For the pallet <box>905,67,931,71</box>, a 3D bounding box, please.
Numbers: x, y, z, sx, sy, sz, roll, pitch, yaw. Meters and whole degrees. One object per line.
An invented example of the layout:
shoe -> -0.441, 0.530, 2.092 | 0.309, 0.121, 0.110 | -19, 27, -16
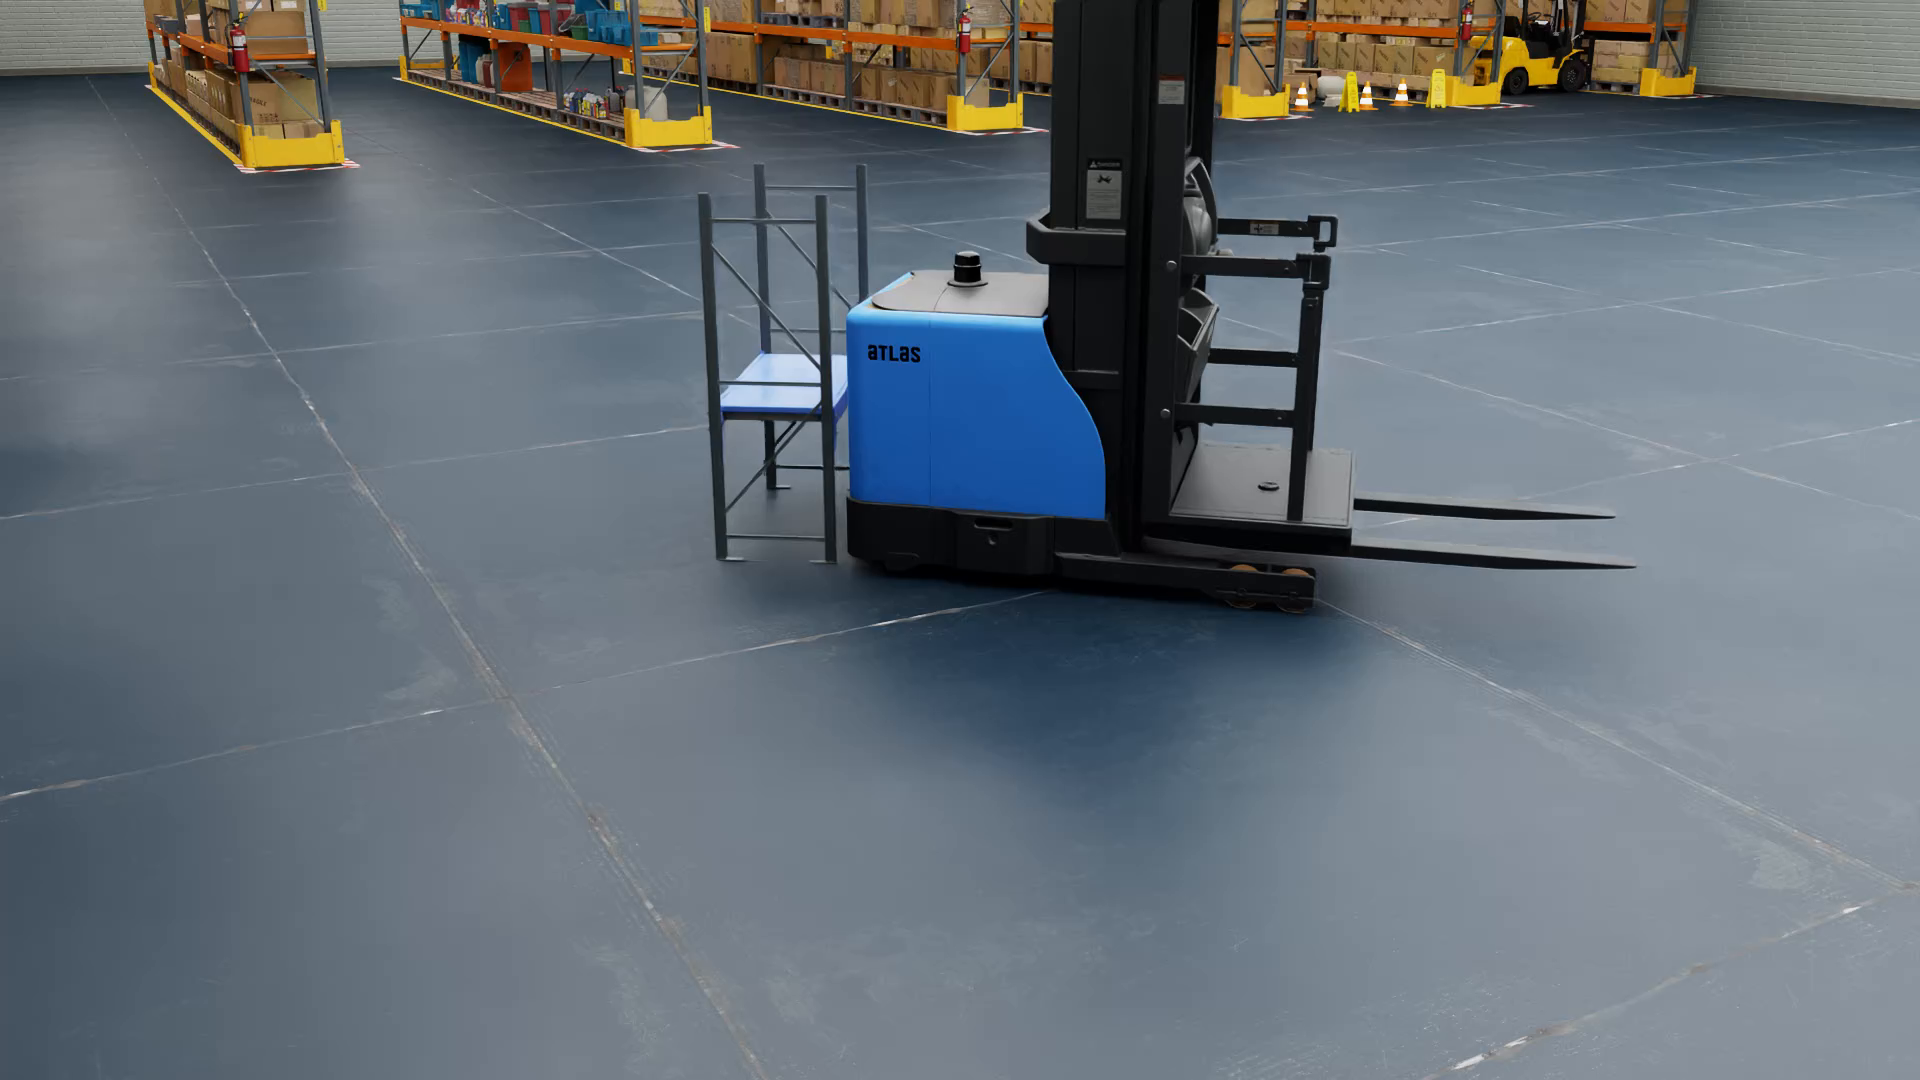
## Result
pallet -> -0.496, -10.285, 36.615 | 1.003, 0.211, 1.213 | -10, 21, -27

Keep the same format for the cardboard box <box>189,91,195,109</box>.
cardboard box -> -11.871, -6.965, 26.288 | 0.500, 0.250, 0.500 | -11, 22, -28

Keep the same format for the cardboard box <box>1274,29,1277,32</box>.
cardboard box -> 7.944, -12.504, 40.964 | 0.380, 0.149, 0.250 | -11, 22, -28

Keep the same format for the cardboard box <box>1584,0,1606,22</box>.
cardboard box -> 12.560, -10.393, 32.498 | 0.500, 0.500, 0.500 | -10, 22, -28

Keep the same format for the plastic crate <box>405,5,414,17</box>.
plastic crate -> -11.398, -11.107, 34.886 | 0.416, 0.233, 0.300 | -10, 21, -27

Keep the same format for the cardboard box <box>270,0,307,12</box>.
cardboard box -> -8.298, -6.609, 20.539 | 0.380, 0.149, 0.250 | -10, 21, -27

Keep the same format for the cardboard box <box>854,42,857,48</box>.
cardboard box -> -2.259, -11.612, 38.999 | 0.380, 0.149, 0.250 | -9, 21, -25

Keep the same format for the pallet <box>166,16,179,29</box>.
pallet -> -13.028, -8.873, 28.540 | 1.003, 0.211, 1.213 | -10, 21, -27

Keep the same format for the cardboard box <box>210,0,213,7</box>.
cardboard box -> -10.124, -7.432, 22.924 | 0.380, 0.149, 0.250 | -10, 21, -26

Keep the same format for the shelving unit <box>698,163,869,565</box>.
shelving unit -> -0.710, -0.785, 7.106 | 0.538, 1.500, 1.048 | 2, 19, 5

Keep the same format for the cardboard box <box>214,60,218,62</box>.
cardboard box -> -13.286, -8.340, 29.860 | 0.500, 0.500, 0.500 | -10, 21, -26

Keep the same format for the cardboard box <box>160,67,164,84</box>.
cardboard box -> -14.876, -8.826, 31.558 | 0.500, 0.311, 0.500 | -10, 21, -27

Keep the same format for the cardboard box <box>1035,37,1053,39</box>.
cardboard box -> 2.386, -12.323, 41.528 | 0.875, 0.438, 0.875 | -9, 21, -25

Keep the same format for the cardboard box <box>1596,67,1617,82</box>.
cardboard box -> 12.777, -9.077, 32.408 | 0.500, 0.250, 0.500 | -10, 21, -27

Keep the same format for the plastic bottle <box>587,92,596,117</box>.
plastic bottle -> -5.442, -6.454, 24.623 | 0.144, 0.351, 0.185 | -9, 21, -24

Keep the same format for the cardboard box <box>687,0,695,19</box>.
cardboard box -> -5.281, -10.964, 34.153 | 0.500, 0.500, 0.500 | -10, 21, -26

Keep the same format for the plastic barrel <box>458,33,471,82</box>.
plastic barrel -> -9.395, -9.368, 32.255 | 0.600, 0.901, 0.708 | -10, 21, -27

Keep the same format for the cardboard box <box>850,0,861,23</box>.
cardboard box -> -1.322, -8.840, 27.542 | 0.875, 0.500, 0.500 | -10, 21, -27

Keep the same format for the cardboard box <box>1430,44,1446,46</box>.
cardboard box -> 8.736, -8.861, 30.635 | 0.500, 0.500, 0.500 | -11, 22, -29

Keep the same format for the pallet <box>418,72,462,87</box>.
pallet -> -10.605, -9.558, 34.507 | 1.003, 0.211, 1.213 | -10, 21, -27

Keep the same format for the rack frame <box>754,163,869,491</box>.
rack frame -> -0.661, -0.950, 7.585 | 0.500, 1.500, 0.032 | 2, 19, 5

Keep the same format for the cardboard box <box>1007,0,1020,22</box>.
cardboard box -> 1.252, -10.410, 32.547 | 0.500, 0.500, 0.500 | -10, 22, -27

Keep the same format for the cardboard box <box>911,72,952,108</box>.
cardboard box -> -0.458, -7.190, 26.559 | 0.500, 0.500, 0.500 | -8, 21, -22

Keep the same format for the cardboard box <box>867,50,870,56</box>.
cardboard box -> -1.948, -11.330, 38.638 | 0.380, 0.149, 0.250 | -9, 21, -24

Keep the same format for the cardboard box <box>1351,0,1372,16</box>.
cardboard box -> 7.690, -10.058, 31.071 | 0.500, 0.500, 0.500 | -10, 21, -27

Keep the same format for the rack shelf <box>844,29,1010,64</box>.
rack shelf -> -0.531, -7.877, 26.463 | 1.077, 0.370, 4.000 | -10, 21, -27

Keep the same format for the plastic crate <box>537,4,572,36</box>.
plastic crate -> -6.339, -8.146, 26.041 | 0.402, 0.464, 0.583 | -10, 21, -27

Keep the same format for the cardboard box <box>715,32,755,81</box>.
cardboard box -> -4.106, -9.592, 32.944 | 1.225, 0.875, 0.875 | -10, 21, -26

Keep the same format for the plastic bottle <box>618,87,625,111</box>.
plastic bottle -> -5.189, -6.784, 25.580 | 0.144, 0.351, 0.185 | -11, 22, -29

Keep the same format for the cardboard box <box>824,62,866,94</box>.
cardboard box -> -1.964, -8.137, 29.271 | 0.700, 0.500, 0.500 | -10, 21, -27

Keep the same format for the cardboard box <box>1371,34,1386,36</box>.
cardboard box -> 9.734, -11.766, 38.824 | 0.380, 0.149, 0.250 | -9, 21, -24

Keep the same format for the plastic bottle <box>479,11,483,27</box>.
plastic bottle -> -8.548, -9.319, 29.738 | 0.097, 0.271, 0.097 | 0, 19, 0

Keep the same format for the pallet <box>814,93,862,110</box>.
pallet -> -1.852, -7.696, 29.111 | 1.003, 0.211, 1.213 | -10, 21, -27

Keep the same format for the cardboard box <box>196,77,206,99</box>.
cardboard box -> -11.133, -6.785, 24.909 | 0.500, 0.311, 0.500 | -10, 21, -27

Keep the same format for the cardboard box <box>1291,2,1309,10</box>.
cardboard box -> 6.753, -10.511, 32.734 | 0.380, 0.149, 0.250 | -10, 21, -26

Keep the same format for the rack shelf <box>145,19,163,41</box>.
rack shelf -> -14.950, -9.788, 32.002 | 1.077, 0.370, 4.000 | -10, 21, -27

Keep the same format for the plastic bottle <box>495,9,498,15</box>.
plastic bottle -> -8.681, -9.817, 31.180 | 0.097, 0.271, 0.097 | 0, 19, 0

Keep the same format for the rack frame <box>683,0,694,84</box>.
rack frame -> -5.280, -11.088, 34.665 | 1.000, 3.000, 0.127 | -10, 21, -27

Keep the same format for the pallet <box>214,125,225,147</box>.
pallet -> -9.860, -5.705, 23.340 | 1.003, 0.211, 1.213 | -10, 21, -27

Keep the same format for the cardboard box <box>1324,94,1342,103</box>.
cardboard box -> 6.740, -7.893, 29.778 | 0.380, 0.149, 0.250 | 1, 19, 2

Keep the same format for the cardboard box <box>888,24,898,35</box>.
cardboard box -> -0.920, -8.135, 26.494 | 0.380, 0.149, 0.250 | -10, 21, -27

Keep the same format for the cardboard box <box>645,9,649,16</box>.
cardboard box -> -6.688, -11.595, 36.521 | 0.380, 0.149, 0.250 | -10, 22, -27

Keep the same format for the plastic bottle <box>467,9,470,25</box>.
plastic bottle -> -9.001, -9.586, 30.493 | 0.061, 0.283, 0.133 | -10, 21, -27

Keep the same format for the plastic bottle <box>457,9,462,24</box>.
plastic bottle -> -9.315, -9.804, 31.135 | 0.152, 0.276, 0.135 | -10, 21, -27

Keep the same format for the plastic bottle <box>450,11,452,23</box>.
plastic bottle -> -9.660, -9.992, 31.686 | 0.097, 0.271, 0.097 | 0, 19, 0

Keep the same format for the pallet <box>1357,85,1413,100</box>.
pallet -> 8.174, -8.470, 31.353 | 1.003, 0.211, 1.213 | -10, 21, -27

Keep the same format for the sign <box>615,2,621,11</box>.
sign -> -5.350, -8.237, 25.979 | 0.100, 0.325, 0.005 | -10, 21, -27

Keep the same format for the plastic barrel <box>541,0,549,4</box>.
plastic barrel -> -6.863, -8.842, 27.985 | 0.421, 0.512, 0.421 | 0, 19, 0

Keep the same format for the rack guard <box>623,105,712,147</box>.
rack guard -> -4.018, -5.708, 22.908 | 1.175, 0.500, 0.348 | -10, 21, -27

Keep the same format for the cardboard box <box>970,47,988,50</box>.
cardboard box -> 0.477, -10.206, 34.148 | 0.500, 0.250, 0.500 | -11, 22, -28

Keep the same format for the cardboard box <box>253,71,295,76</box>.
cardboard box -> -9.320, -6.123, 22.700 | 0.500, 0.500, 0.500 | -10, 21, -27

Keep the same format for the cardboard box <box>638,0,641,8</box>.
cardboard box -> -6.936, -11.978, 37.018 | 0.500, 0.250, 0.500 | -10, 22, -27

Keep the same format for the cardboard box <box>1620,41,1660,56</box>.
cardboard box -> 13.013, -9.403, 31.821 | 0.500, 0.250, 0.500 | -9, 21, -25

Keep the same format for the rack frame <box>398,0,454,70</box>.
rack frame -> -11.538, -11.469, 35.769 | 1.000, 3.000, 0.127 | -10, 21, -27

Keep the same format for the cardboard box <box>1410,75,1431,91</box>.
cardboard box -> 8.508, -8.274, 30.082 | 0.500, 0.250, 0.500 | -10, 21, -27

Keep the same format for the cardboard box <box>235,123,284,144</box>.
cardboard box -> -8.816, -5.116, 20.931 | 0.500, 0.250, 0.500 | -10, 21, -27

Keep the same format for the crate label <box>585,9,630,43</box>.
crate label -> -5.052, -7.379, 23.862 | 0.502, 0.435, 0.616 | -10, 21, -27

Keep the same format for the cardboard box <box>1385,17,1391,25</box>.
cardboard box -> 8.065, -9.575, 30.666 | 0.380, 0.149, 0.250 | -10, 21, -27

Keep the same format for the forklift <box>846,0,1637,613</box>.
forklift -> 1.115, -1.298, 6.399 | 3.031, 2.935, 1.130 | 4, 20, 13
